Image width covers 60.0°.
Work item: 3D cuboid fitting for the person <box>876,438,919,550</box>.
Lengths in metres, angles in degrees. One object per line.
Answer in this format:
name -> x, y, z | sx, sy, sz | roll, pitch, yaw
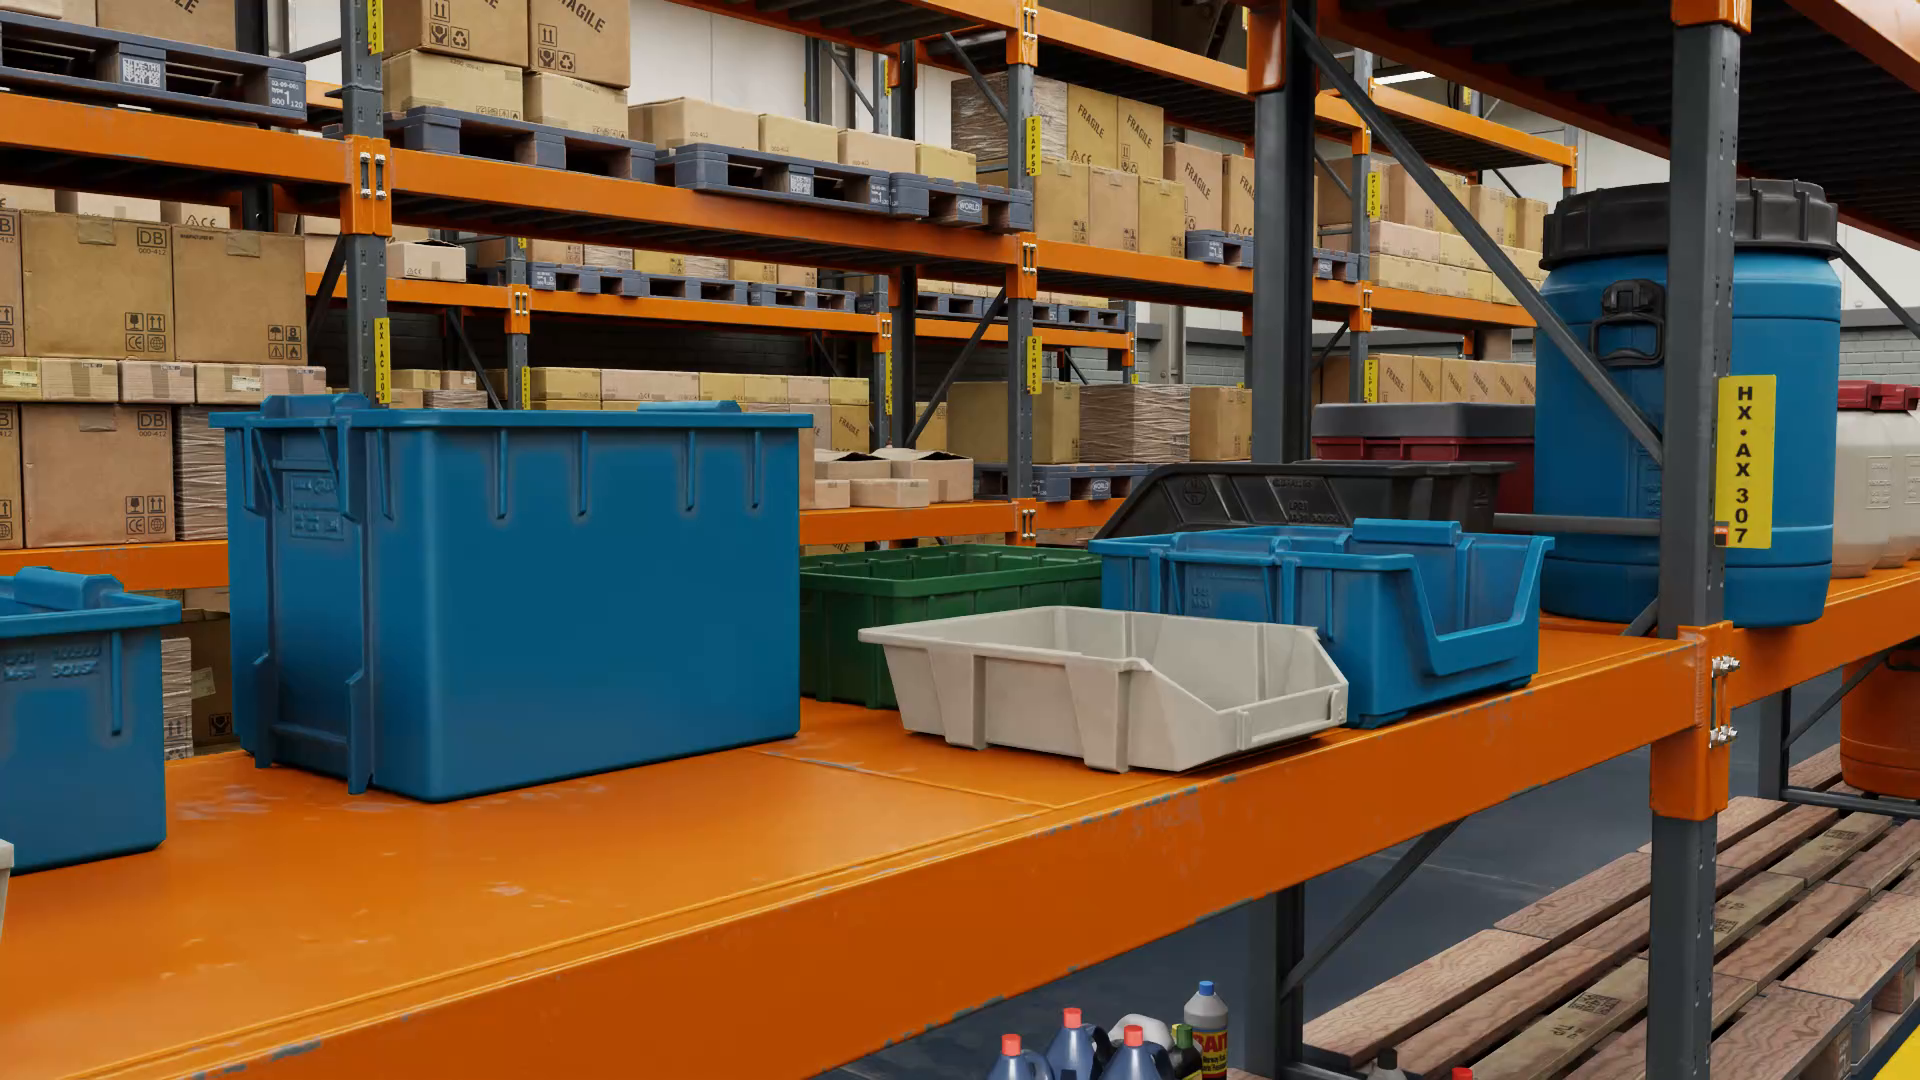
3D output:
person -> -0.537, -0.062, 14.429 | 0.488, 1.672, 0.360 | 3, 5, 39
